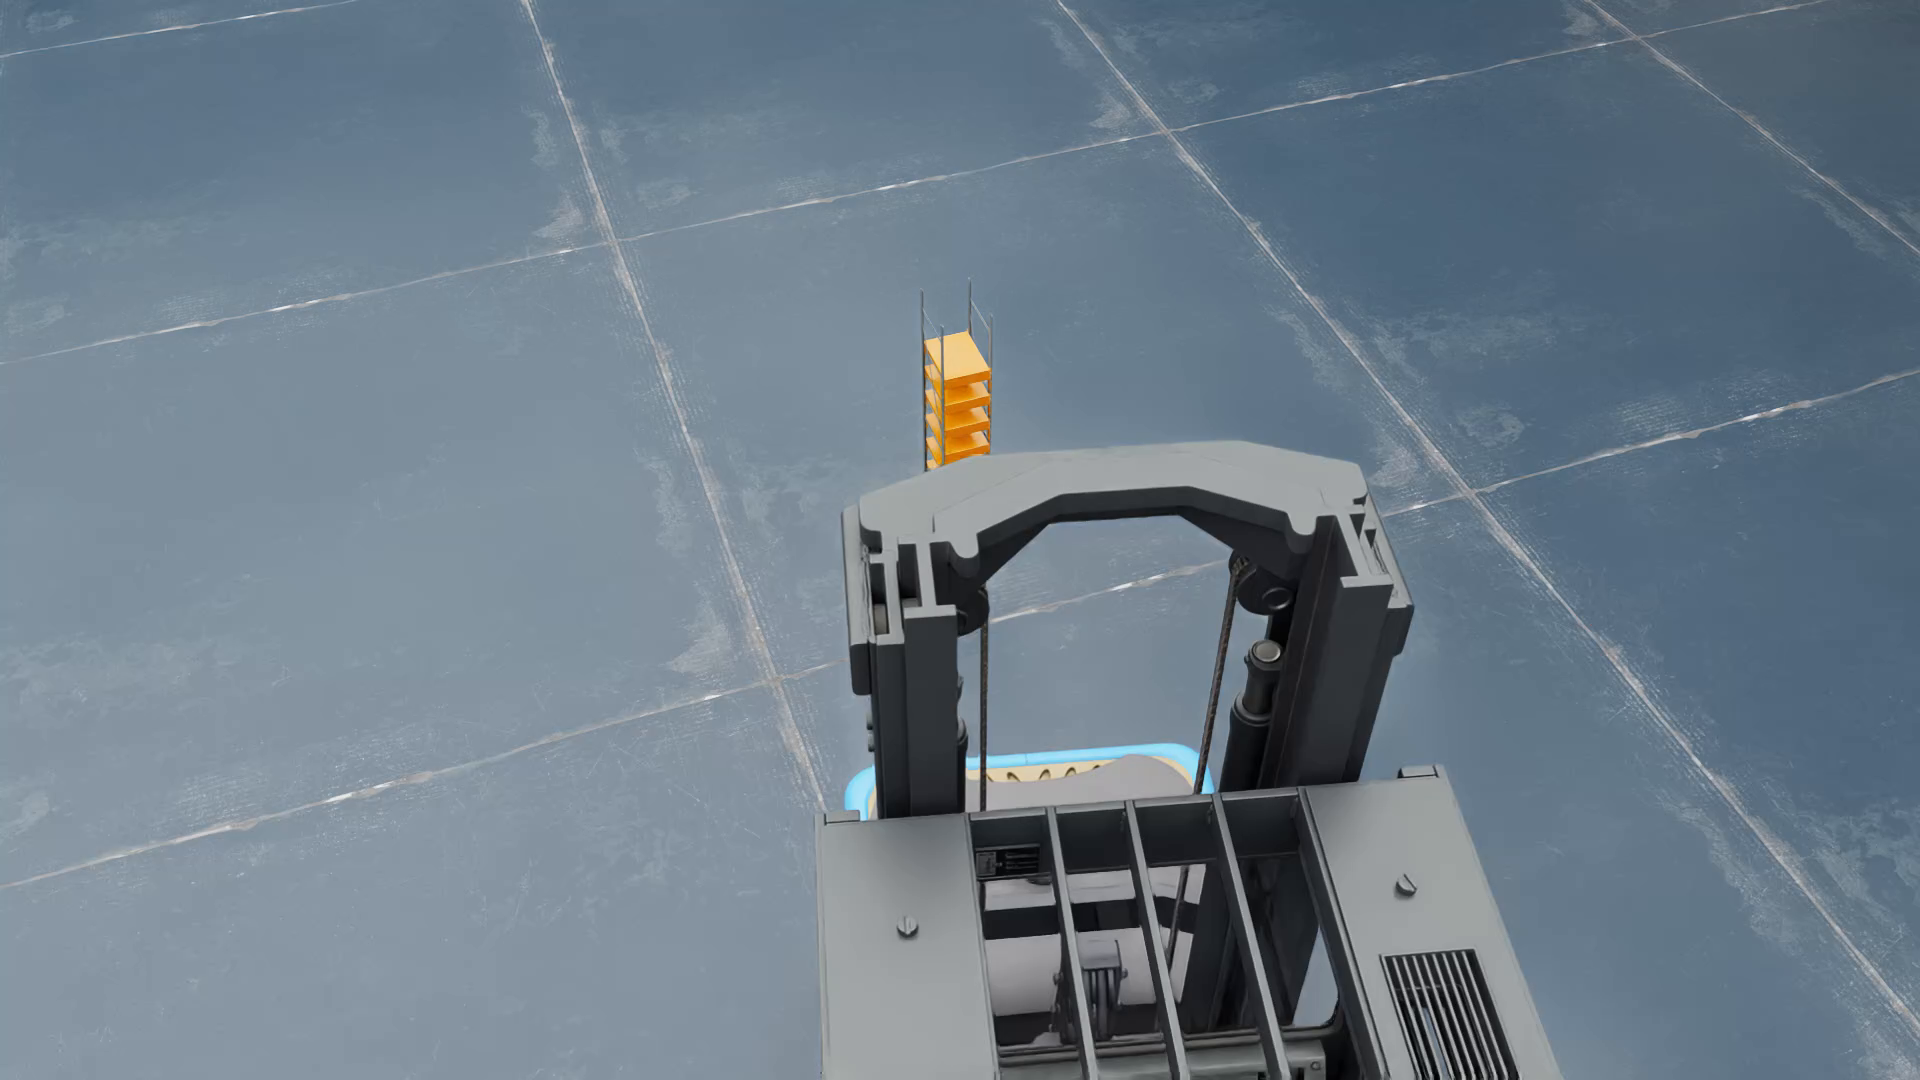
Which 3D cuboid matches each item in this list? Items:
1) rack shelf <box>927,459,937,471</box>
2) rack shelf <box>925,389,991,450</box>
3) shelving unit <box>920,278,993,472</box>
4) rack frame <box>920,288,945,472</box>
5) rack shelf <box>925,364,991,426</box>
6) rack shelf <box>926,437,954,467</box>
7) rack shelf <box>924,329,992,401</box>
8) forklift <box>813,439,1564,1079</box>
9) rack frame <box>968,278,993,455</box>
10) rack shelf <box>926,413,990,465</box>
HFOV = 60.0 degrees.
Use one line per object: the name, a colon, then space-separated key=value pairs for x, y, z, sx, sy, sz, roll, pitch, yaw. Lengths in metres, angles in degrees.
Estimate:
rack shelf: x=-0.014 y=-0.219 z=6.523 sx=0.180 sy=0.103 sz=0.258 roll=-14 pitch=47 yaw=-14
rack shelf: x=-0.014 y=-0.473 z=6.268 sx=0.180 sy=0.103 sz=0.258 roll=-14 pitch=47 yaw=-14
shelving unit: x=-0.014 y=-0.420 z=6.322 sx=0.189 sy=1.200 sz=0.258 roll=-14 pitch=47 yaw=-14
rack frame: x=-0.100 y=-0.398 z=6.300 sx=0.006 sy=1.200 sz=0.240 roll=-14 pitch=47 yaw=-14
rack shelf: x=-0.014 y=-0.558 z=6.183 sx=0.180 sy=0.103 sz=0.258 roll=-14 pitch=47 yaw=-14
rack shelf: x=-0.014 y=-0.304 z=6.438 sx=0.180 sy=0.103 sz=0.258 roll=-14 pitch=47 yaw=-14
rack shelf: x=-0.014 y=-0.643 z=6.098 sx=0.180 sy=0.103 sz=0.258 roll=-14 pitch=47 yaw=-14
forklift: x=0.322 y=1.361 z=3.325 sx=1.130 sy=2.935 sz=3.031 roll=-4 pitch=45 yaw=-4
rack frame: x=0.072 y=-0.442 z=6.343 sx=0.006 sy=1.200 sz=0.240 roll=-14 pitch=47 yaw=-14
rack shelf: x=-0.014 y=-0.389 z=6.353 sx=0.180 sy=0.103 sz=0.258 roll=-14 pitch=47 yaw=-14
